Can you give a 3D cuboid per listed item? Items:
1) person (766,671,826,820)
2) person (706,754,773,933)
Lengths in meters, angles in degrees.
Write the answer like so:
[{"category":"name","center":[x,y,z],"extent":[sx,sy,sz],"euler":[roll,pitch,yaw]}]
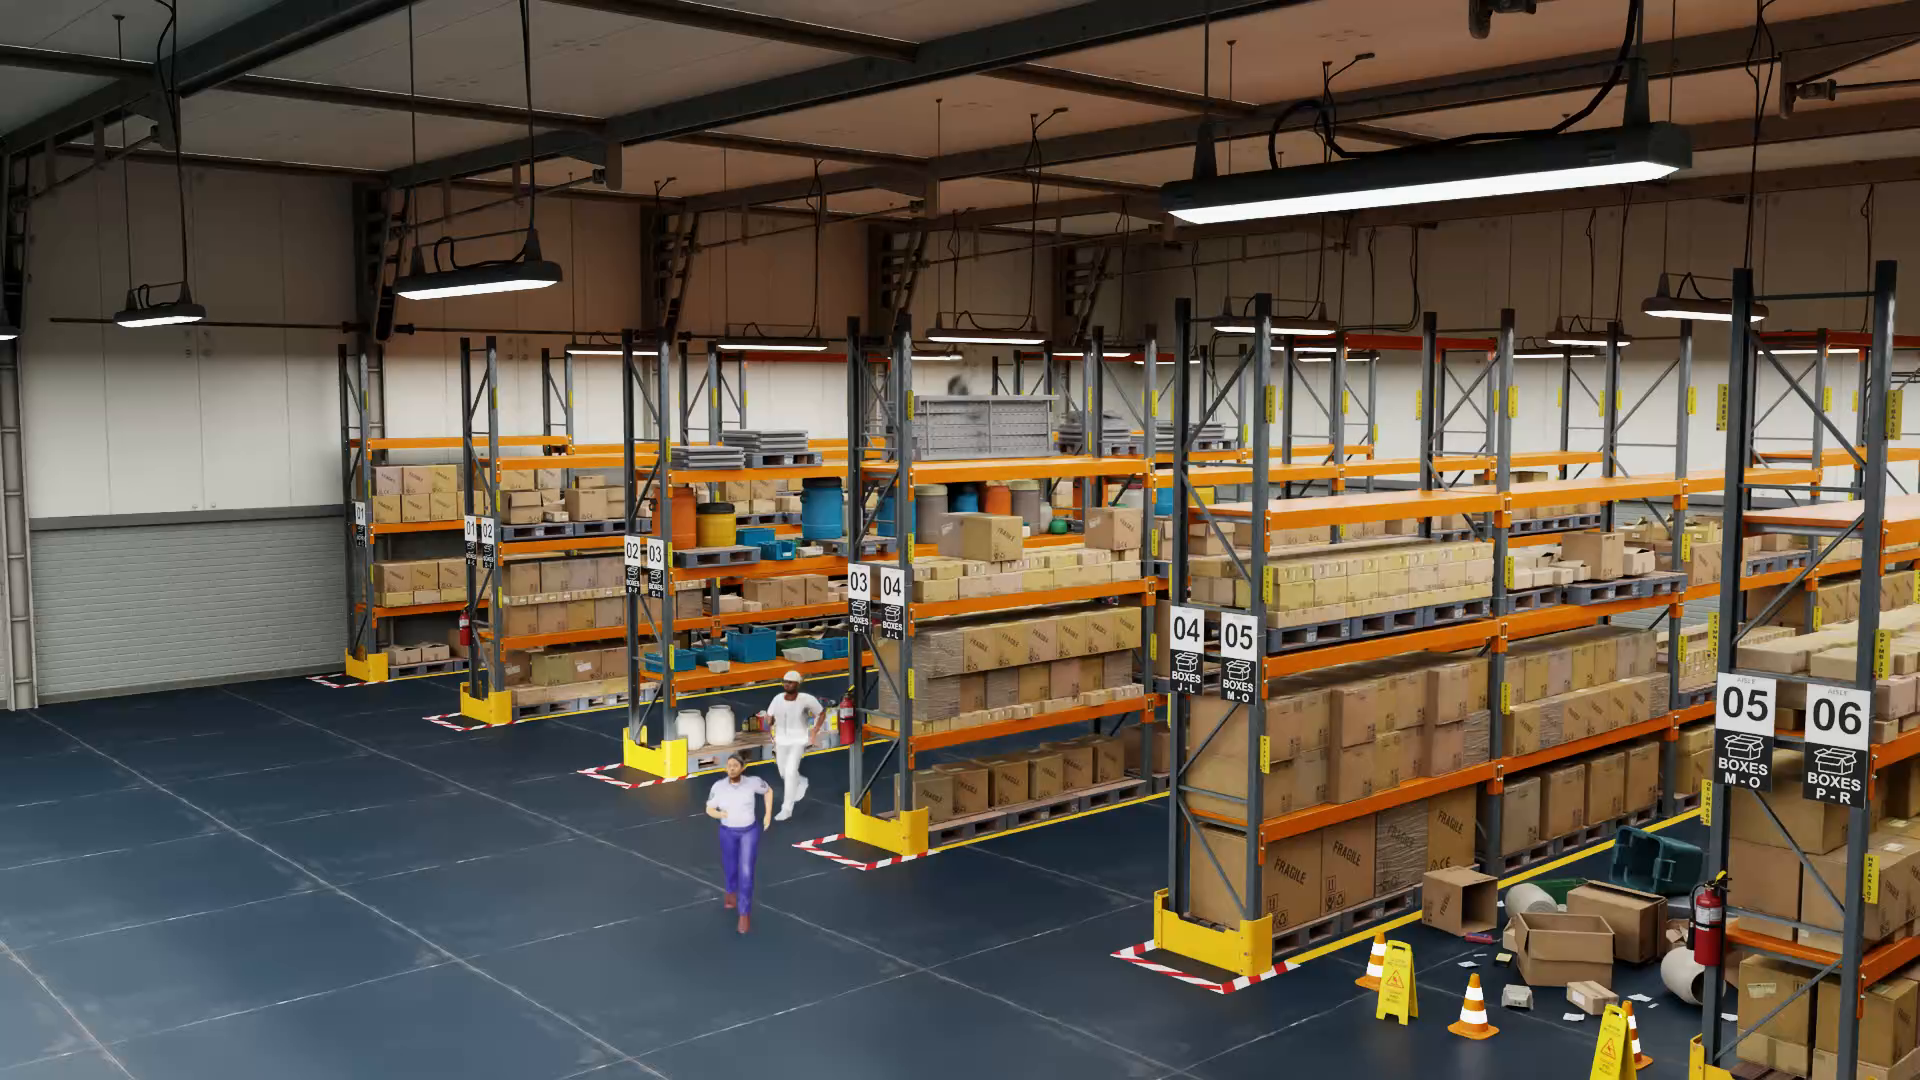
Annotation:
[{"category":"person","center":[-2.046,2.459,20.259],"extent":[0.712,1.744,0.961],"euler":[2,6,25]},{"category":"person","center":[-2.147,2.904,16.221],"extent":[0.608,1.696,0.882],"euler":[0,5,2]}]
